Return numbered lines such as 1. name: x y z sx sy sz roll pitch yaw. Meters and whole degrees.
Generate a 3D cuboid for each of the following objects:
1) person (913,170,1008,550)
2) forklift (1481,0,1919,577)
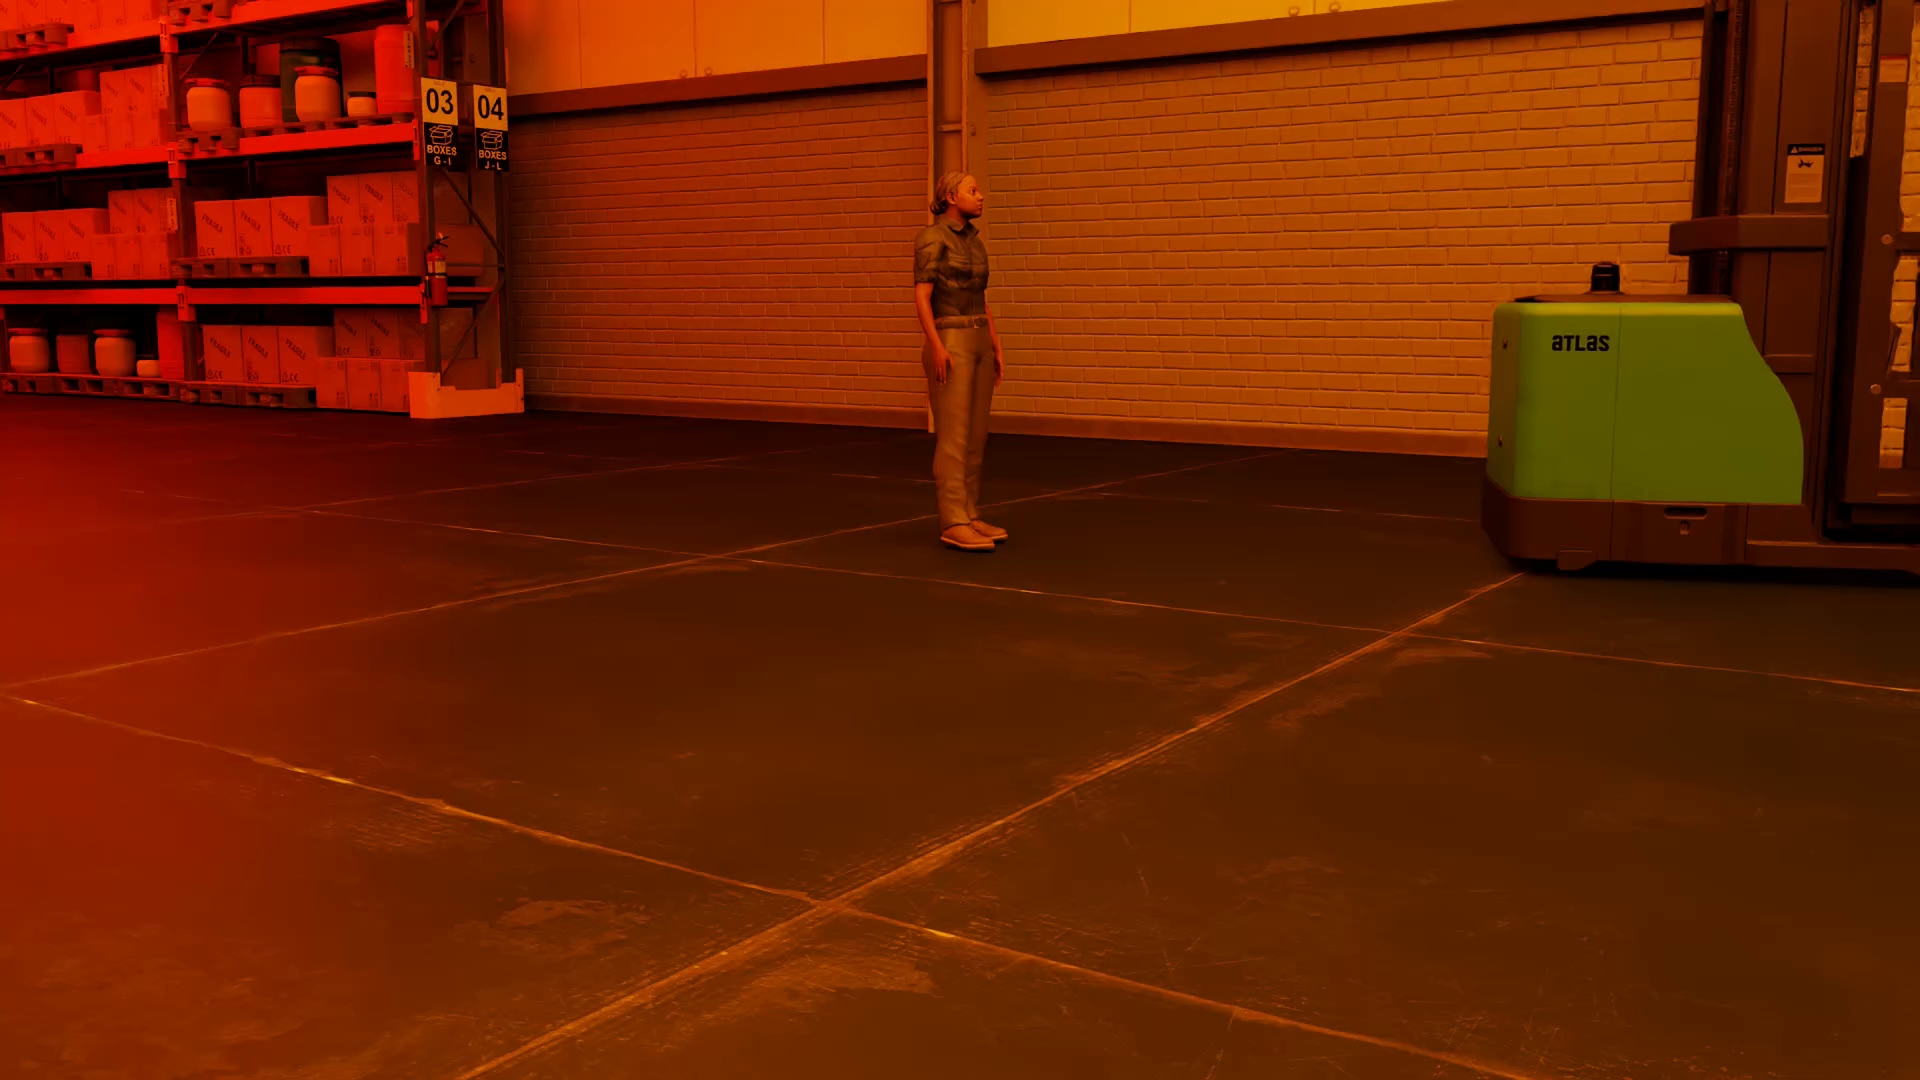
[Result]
1. person: 0.062 -0.817 7.422 0.503 1.656 0.570 5 10 34
2. forklift: 3.756 -1.338 6.604 3.031 2.935 1.130 2 8 11
